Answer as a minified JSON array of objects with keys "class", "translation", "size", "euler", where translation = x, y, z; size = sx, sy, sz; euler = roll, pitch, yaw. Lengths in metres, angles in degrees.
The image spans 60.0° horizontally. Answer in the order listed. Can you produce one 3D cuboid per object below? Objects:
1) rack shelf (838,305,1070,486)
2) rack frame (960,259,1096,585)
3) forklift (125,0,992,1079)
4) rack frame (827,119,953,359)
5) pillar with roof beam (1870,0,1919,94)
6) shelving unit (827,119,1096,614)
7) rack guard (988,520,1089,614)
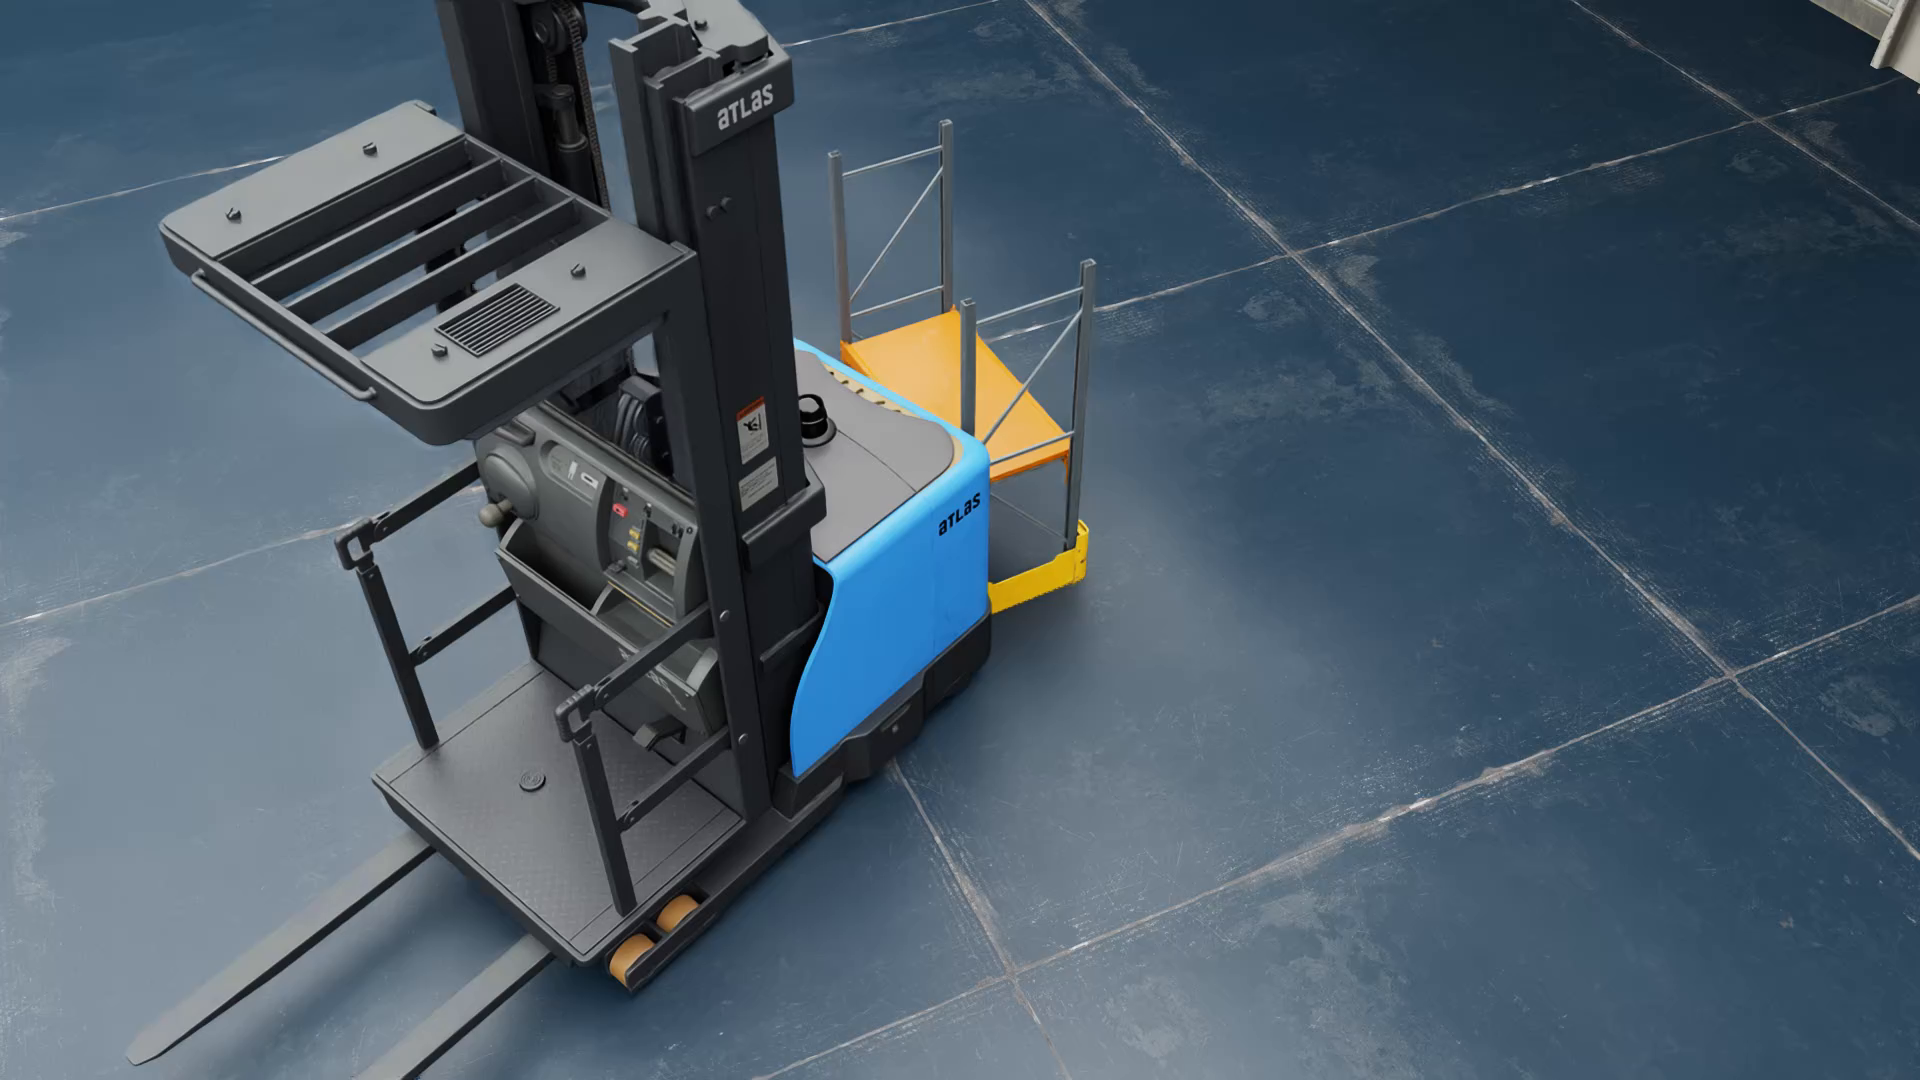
[{"class":"rack shelf","translation":[-0.013,-0.502,6.447],"size":[0.538,0.185,1.000],"euler":[-21,48,-20]},{"class":"rack frame","translation":[0.228,-0.316,6.002],"size":[0.500,1.500,0.032],"euler":[-21,48,-20]},{"class":"forklift","translation":[-1.224,-0.025,4.689],"size":[1.130,2.935,3.031],"euler":[31,52,28]},{"class":"rack frame","translation":[-0.255,-0.944,6.639],"size":[0.500,1.500,0.032],"euler":[-21,48,-20]},{"class":"pillar with roof beam","translation":[1.516,-4.570,4.975],"size":[9.100,9.000,0.400],"euler":[-18,47,-17]},{"class":"shelving unit","translation":[-0.009,-0.625,6.315],"size":[0.587,1.500,1.083],"euler":[-21,48,-20]},{"class":"rack guard","translation":[0.228,0.128,6.442],"size":[0.587,0.250,0.087],"euler":[-21,48,-20]}]
